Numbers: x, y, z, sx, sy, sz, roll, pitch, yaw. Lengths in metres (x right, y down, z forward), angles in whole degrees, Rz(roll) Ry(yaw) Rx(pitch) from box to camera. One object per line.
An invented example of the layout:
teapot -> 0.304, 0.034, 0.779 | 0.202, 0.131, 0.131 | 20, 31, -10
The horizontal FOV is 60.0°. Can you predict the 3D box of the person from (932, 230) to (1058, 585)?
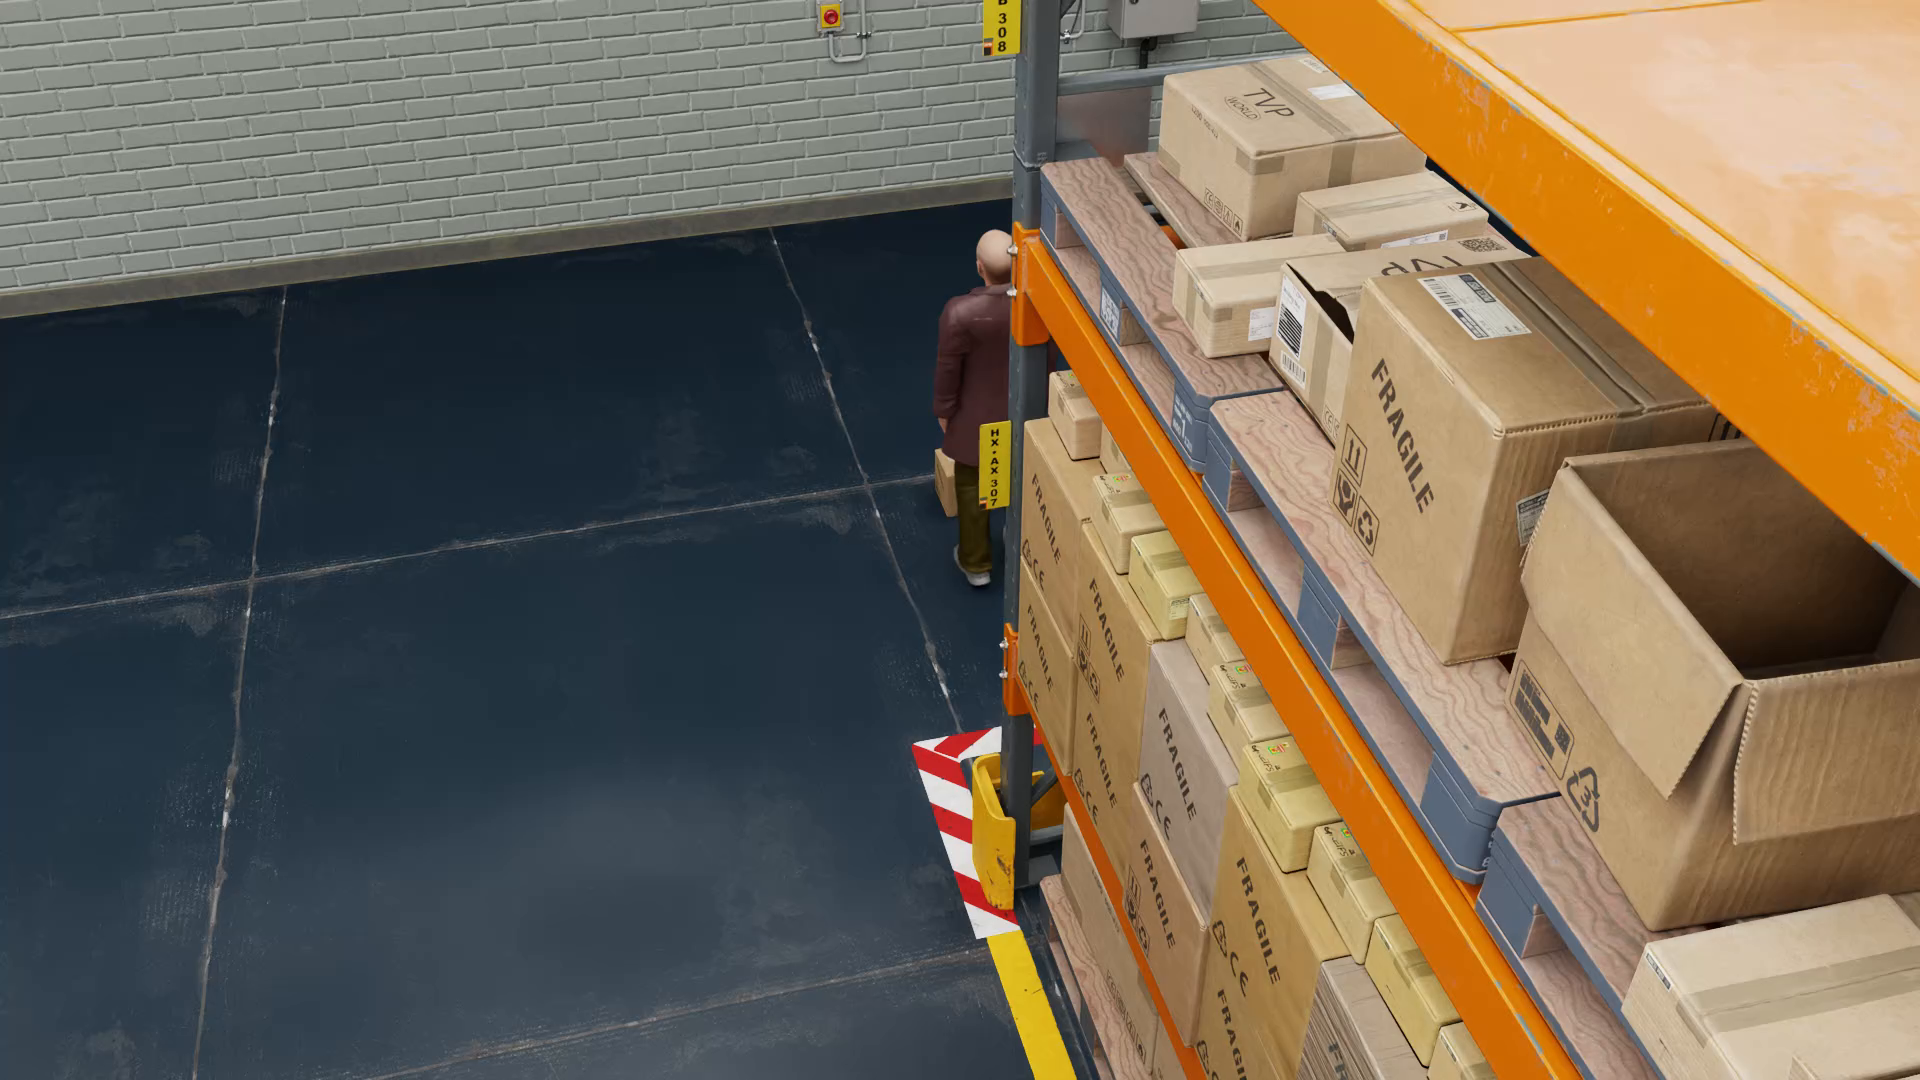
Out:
person -> 0.149, -0.584, 7.512 | 0.560, 1.809, 0.413 | -8, 38, -11
